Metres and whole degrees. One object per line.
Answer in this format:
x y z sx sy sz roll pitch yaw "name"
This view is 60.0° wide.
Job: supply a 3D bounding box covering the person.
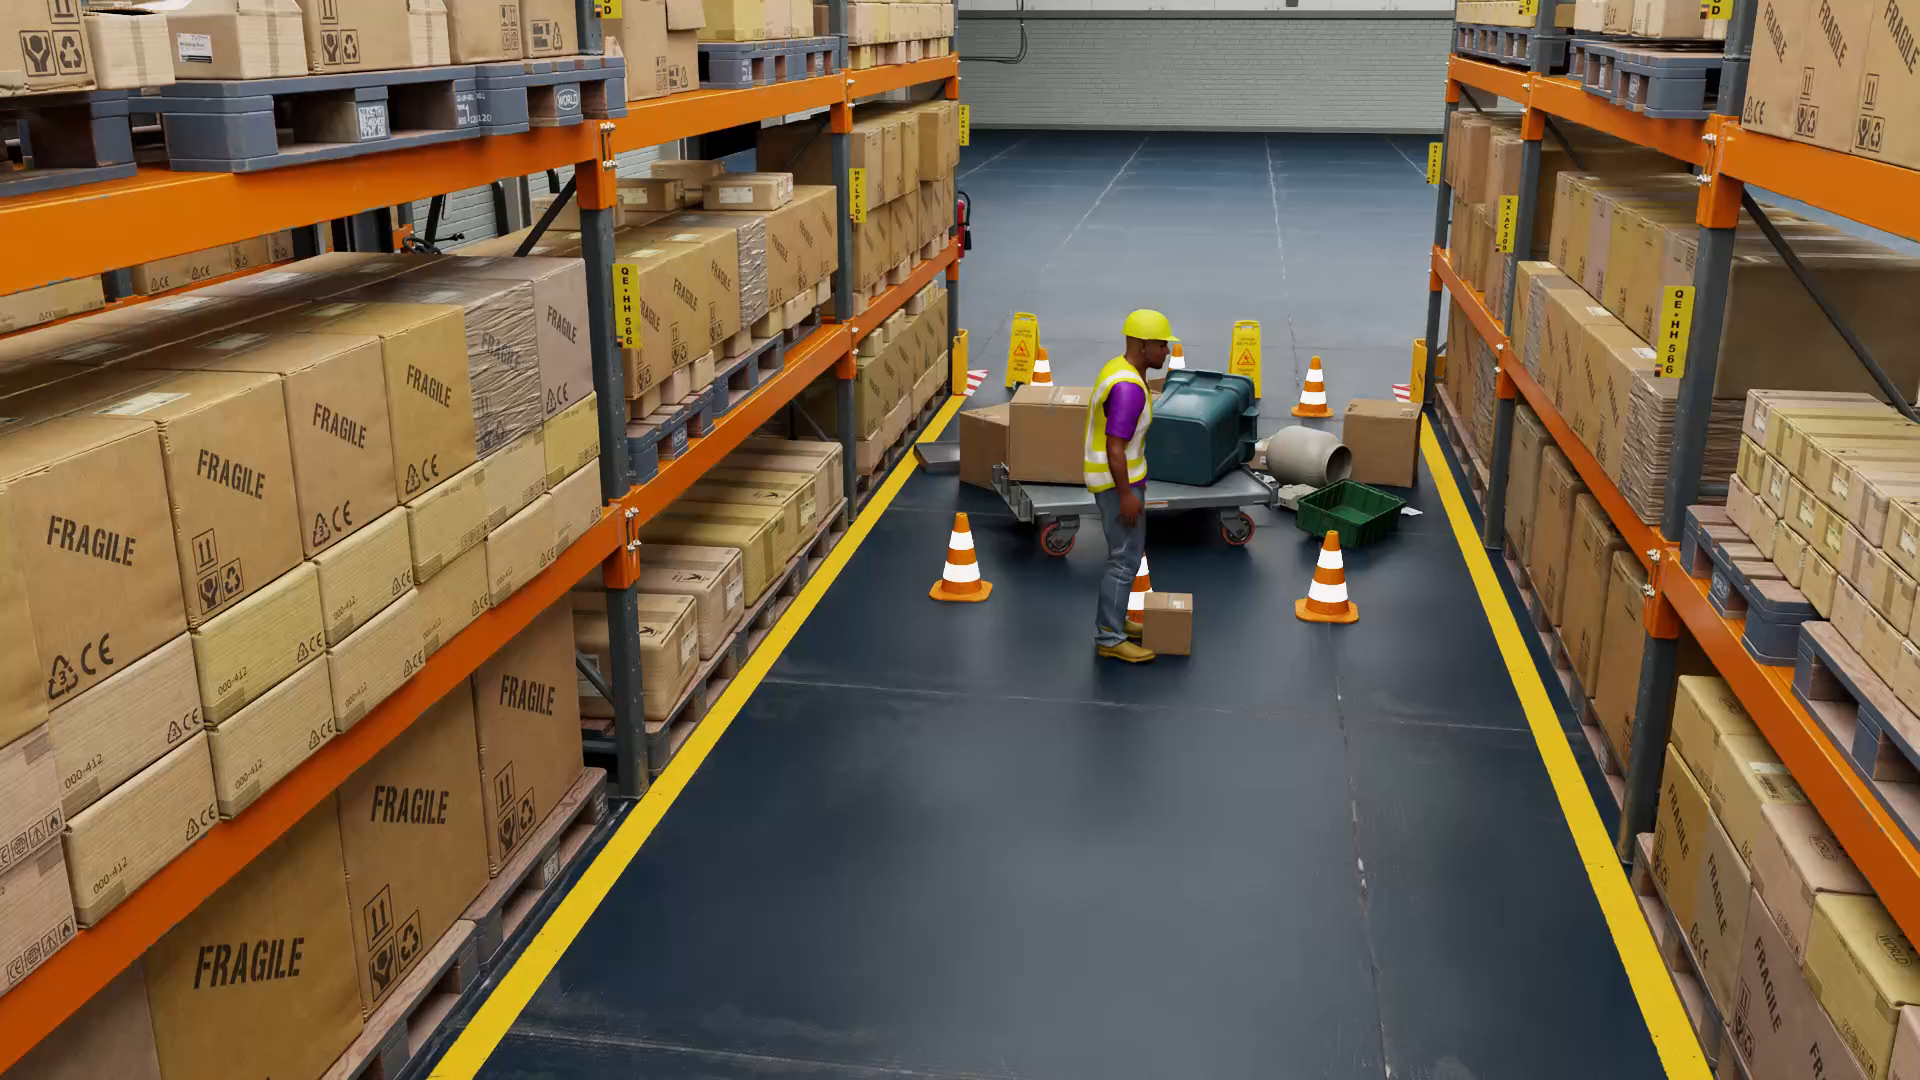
0.856 -0.292 8.434 0.462 1.761 0.628 3 18 8 "person"
